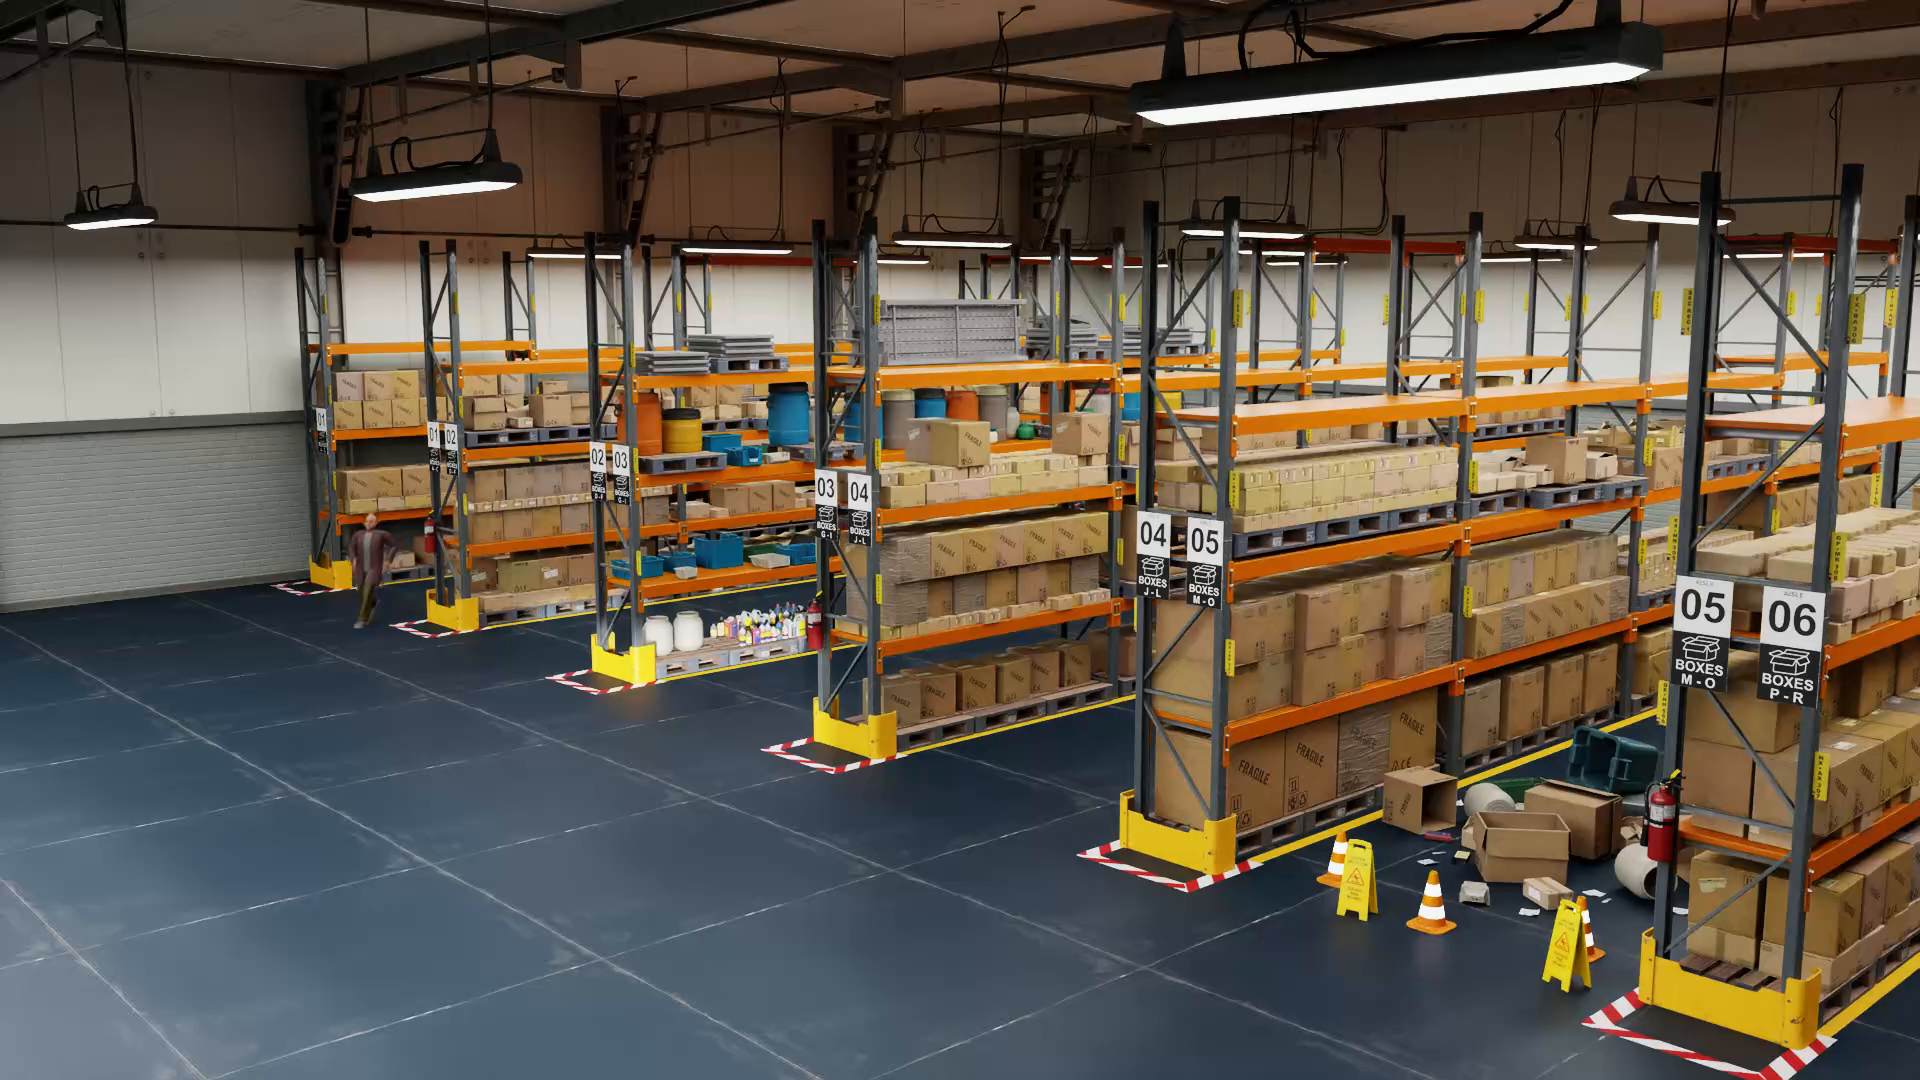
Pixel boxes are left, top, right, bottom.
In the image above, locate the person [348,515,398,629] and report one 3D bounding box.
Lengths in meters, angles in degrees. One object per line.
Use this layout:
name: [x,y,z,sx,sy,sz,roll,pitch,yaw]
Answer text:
person: [-9.246,0.467,26.186,0.762,1.761,0.907,0,8,3]
